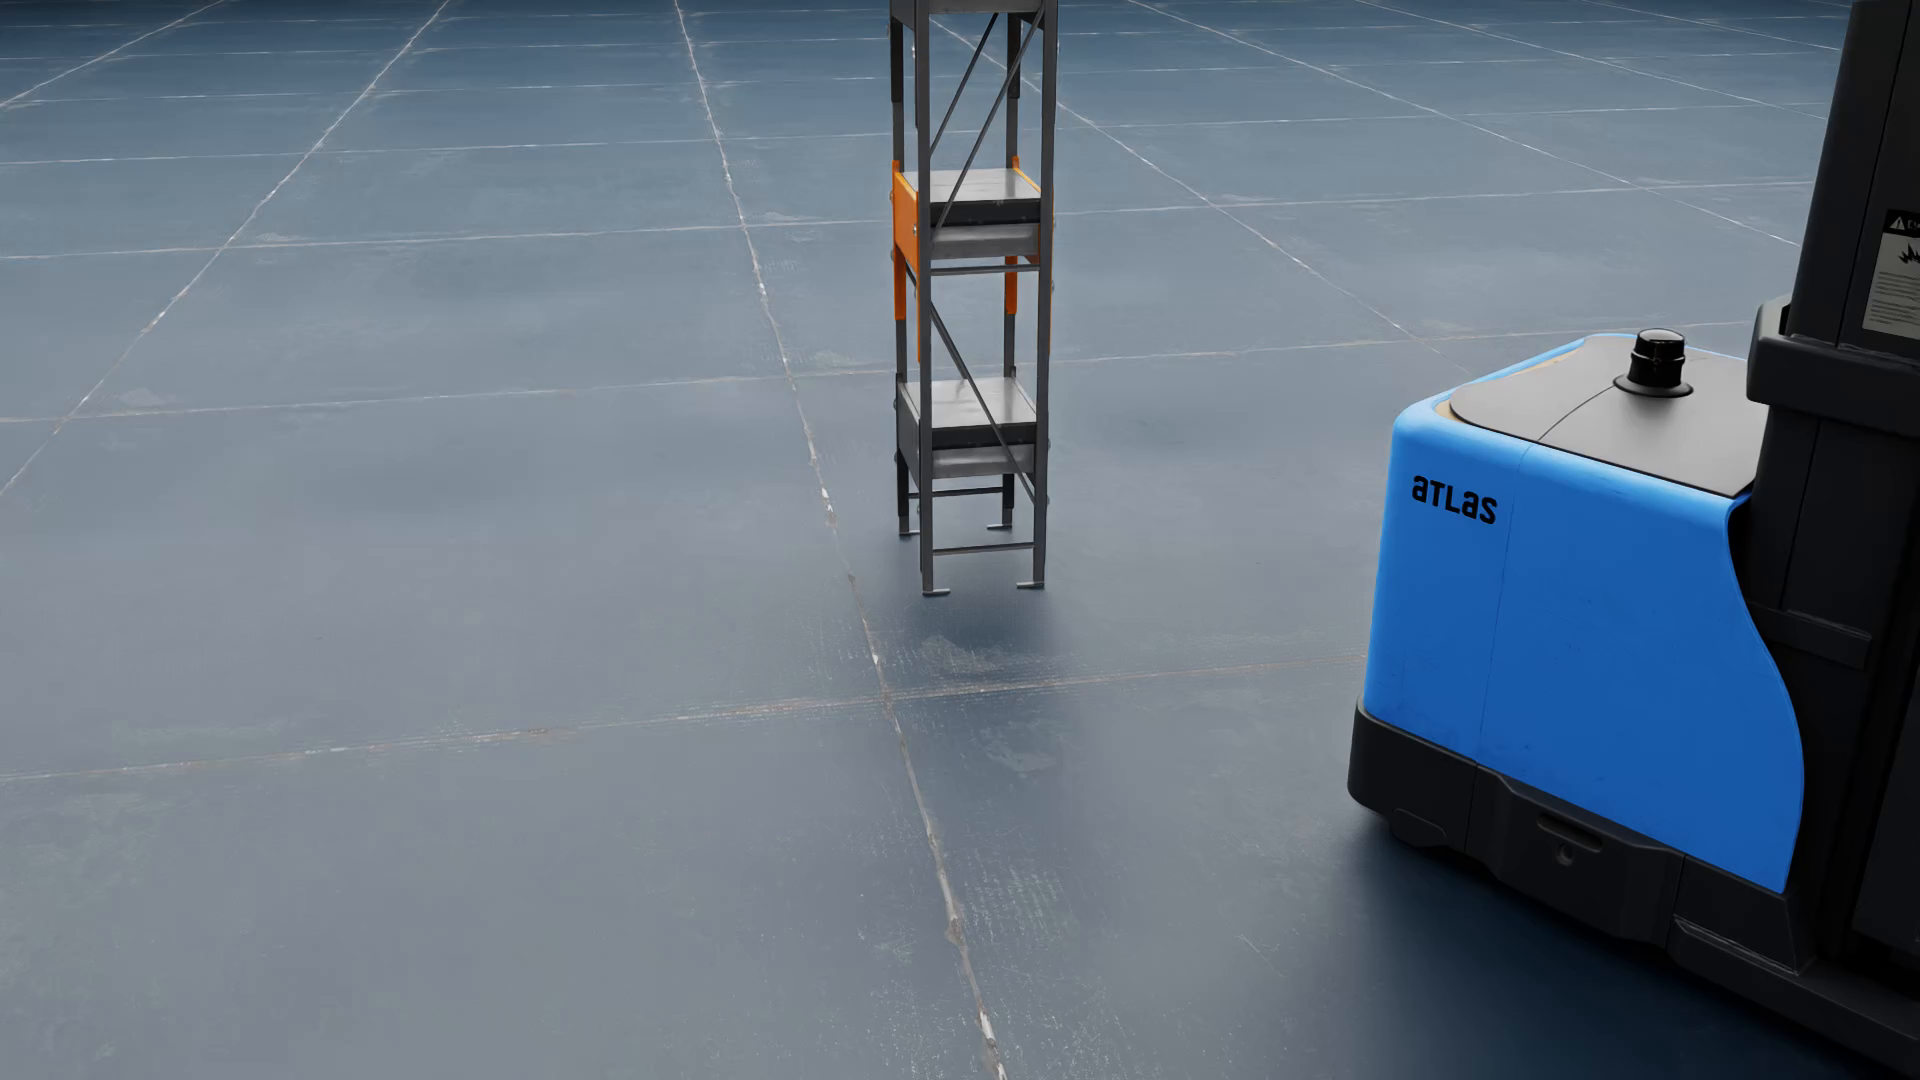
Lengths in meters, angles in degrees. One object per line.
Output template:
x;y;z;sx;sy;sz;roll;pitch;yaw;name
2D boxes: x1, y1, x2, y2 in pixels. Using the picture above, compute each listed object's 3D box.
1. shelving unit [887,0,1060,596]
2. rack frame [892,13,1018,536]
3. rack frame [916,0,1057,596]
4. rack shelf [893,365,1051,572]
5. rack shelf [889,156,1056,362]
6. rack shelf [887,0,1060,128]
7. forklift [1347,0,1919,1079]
0.031;-0.897;5.181;0.431;2.100;0.503;-4;24;-10;shelving unit
-0.015;-0.993;5.400;0.400;2.100;0.015;-4;24;-10;rack frame
0.076;-0.801;4.961;0.400;2.100;0.015;-4;24;-10;rack frame
0.031;-0.243;5.466;0.431;0.518;0.480;-4;24;-10;rack shelf
0.031;-0.885;5.186;0.431;0.518;0.480;-4;24;-10;rack shelf
0.031;-1.526;4.906;0.431;0.518;0.480;-4;24;-10;rack shelf
2.332;-0.350;2.889;1.130;2.935;3.031;-20;31;-38;forklift
